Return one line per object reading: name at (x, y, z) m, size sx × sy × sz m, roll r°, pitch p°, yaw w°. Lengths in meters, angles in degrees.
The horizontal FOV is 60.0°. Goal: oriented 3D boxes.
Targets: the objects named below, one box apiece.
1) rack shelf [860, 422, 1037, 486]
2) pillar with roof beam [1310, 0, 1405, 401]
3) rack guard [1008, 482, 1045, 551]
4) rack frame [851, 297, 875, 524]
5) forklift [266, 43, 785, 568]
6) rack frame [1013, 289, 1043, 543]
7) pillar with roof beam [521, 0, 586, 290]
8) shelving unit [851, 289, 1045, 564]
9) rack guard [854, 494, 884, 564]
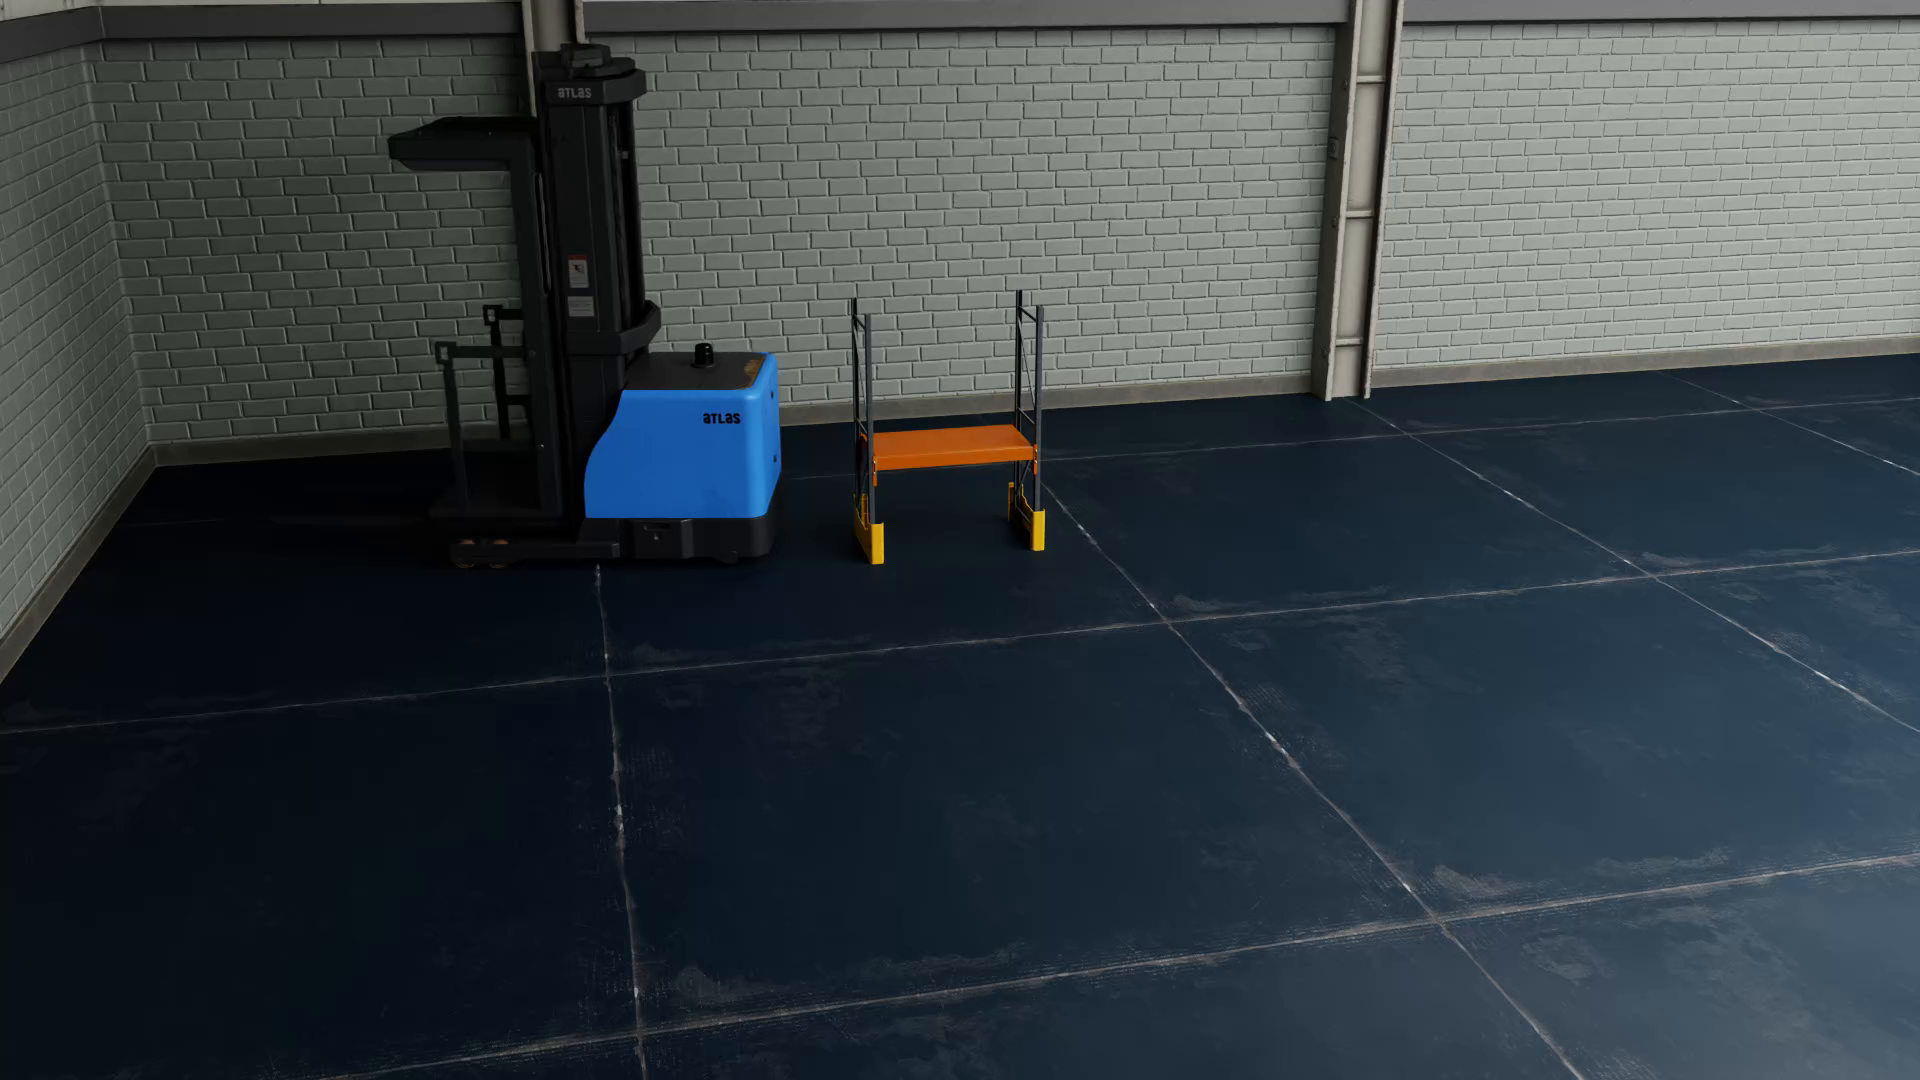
rack shelf at (-0.083, -0.529, 10.100) m, size 1.000 × 0.185 × 0.538 m, roll -5°, pitch 21°, yaw -12°
pillar with roof beam at (4.082, -3.971, 8.072) m, size 0.400 × 9.000 × 9.100 m, roll -5°, pitch 21°, yaw -12°
rack guard at (0.410, -0.151, 10.363) m, size 0.087 × 0.250 × 0.587 m, roll -5°, pitch 21°, yaw -12°
rack frame at (-0.578, -0.657, 9.928) m, size 0.032 × 1.500 × 0.500 m, roll -5°, pitch 21°, yaw -12°
forklift at (-2.647, -1.390, 9.849) m, size 3.031 × 2.935 × 1.130 m, roll 0°, pitch 20°, yaw 0°
rack frame at (0.412, -0.738, 10.148) m, size 0.032 × 1.500 × 0.500 m, roll -5°, pitch 21°, yaw -12°
pillar with roof beam at (-1.757, -3.496, 6.776) m, size 0.400 × 9.000 × 9.100 m, roll -5°, pitch 21°, yaw -12°
shelving unit at (-0.074, -0.698, 10.040) m, size 1.083 × 1.500 × 0.587 m, roll -5°, pitch 21°, yaw -12°
rack guard at (-0.559, -0.072, 10.148) m, size 0.087 × 0.250 × 0.587 m, roll -5°, pitch 21°, yaw -12°
